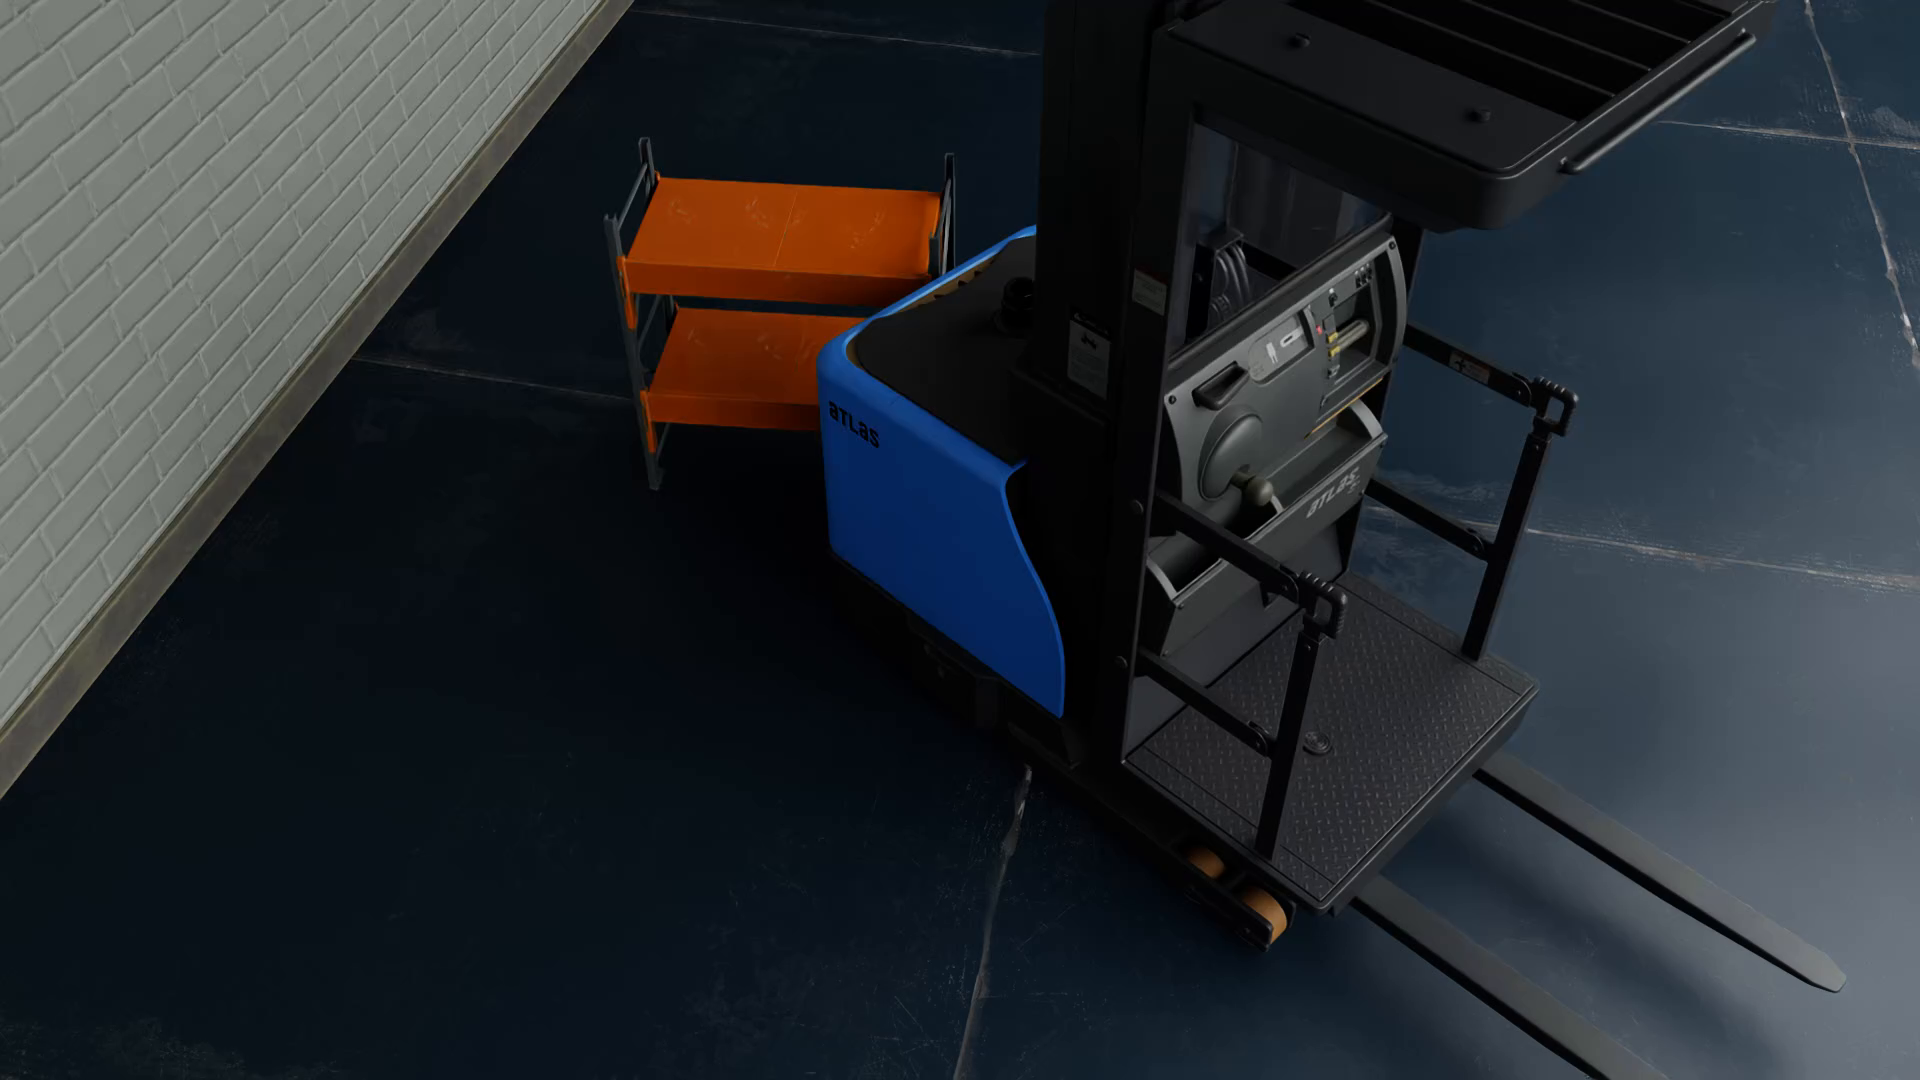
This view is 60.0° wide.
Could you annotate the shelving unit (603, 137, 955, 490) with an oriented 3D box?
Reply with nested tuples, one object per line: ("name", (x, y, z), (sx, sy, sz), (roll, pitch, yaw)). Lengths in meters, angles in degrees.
("shelving unit", (-0.562, -0.723, 5.690), (1.048, 1.125, 0.538), (4, 44, 4))

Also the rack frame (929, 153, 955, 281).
("rack frame", (-0.056, -0.689, 5.654), (0.032, 1.125, 0.500), (4, 44, 4))

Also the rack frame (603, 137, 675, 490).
("rack frame", (-1.068, -0.757, 5.725), (0.032, 1.125, 0.500), (4, 44, 4))

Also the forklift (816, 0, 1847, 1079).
("forklift", (0.967, -0.348, 3.998), (3.031, 2.935, 1.130), (35, 54, 31))

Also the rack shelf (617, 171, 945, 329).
("rack shelf", (-0.562, -0.934, 5.487), (1.000, 0.278, 0.538), (4, 44, 4))

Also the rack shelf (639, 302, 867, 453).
("rack shelf", (-0.562, -0.547, 5.859), (1.000, 0.278, 0.538), (4, 44, 4))
